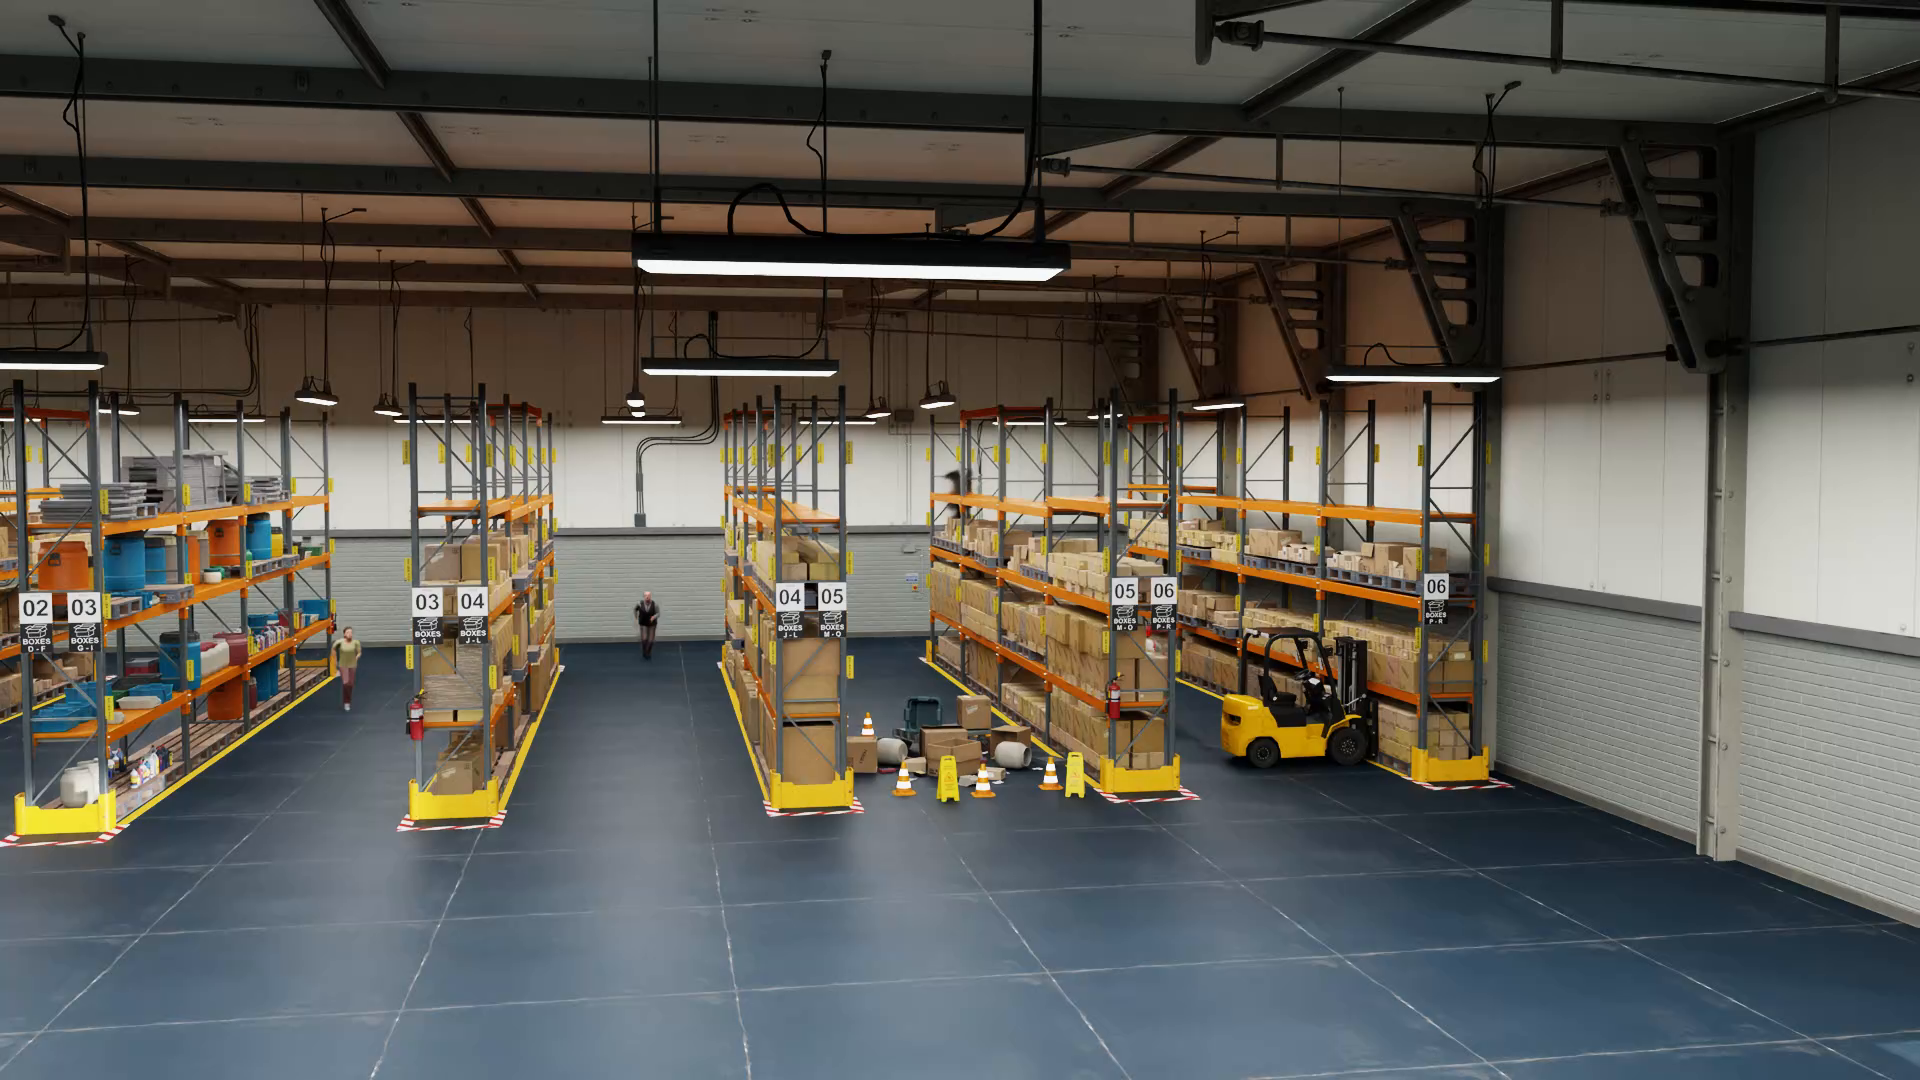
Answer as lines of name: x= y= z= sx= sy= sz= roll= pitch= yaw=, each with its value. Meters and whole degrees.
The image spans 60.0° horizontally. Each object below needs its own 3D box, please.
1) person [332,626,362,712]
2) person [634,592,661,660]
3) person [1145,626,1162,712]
person: x=-12.064 y=2.529 z=32.746 sx=0.526 sy=1.676 sz=0.784 roll=-2 pitch=3 yaw=-33
person: x=-7.654 y=2.109 z=40.693 sx=0.657 sy=1.701 sz=0.776 roll=-1 pitch=3 yaw=-10
person: x=3.554 y=2.525 z=31.762 sx=0.656 sy=1.761 sz=0.684 roll=0 pitch=3 yaw=-10
